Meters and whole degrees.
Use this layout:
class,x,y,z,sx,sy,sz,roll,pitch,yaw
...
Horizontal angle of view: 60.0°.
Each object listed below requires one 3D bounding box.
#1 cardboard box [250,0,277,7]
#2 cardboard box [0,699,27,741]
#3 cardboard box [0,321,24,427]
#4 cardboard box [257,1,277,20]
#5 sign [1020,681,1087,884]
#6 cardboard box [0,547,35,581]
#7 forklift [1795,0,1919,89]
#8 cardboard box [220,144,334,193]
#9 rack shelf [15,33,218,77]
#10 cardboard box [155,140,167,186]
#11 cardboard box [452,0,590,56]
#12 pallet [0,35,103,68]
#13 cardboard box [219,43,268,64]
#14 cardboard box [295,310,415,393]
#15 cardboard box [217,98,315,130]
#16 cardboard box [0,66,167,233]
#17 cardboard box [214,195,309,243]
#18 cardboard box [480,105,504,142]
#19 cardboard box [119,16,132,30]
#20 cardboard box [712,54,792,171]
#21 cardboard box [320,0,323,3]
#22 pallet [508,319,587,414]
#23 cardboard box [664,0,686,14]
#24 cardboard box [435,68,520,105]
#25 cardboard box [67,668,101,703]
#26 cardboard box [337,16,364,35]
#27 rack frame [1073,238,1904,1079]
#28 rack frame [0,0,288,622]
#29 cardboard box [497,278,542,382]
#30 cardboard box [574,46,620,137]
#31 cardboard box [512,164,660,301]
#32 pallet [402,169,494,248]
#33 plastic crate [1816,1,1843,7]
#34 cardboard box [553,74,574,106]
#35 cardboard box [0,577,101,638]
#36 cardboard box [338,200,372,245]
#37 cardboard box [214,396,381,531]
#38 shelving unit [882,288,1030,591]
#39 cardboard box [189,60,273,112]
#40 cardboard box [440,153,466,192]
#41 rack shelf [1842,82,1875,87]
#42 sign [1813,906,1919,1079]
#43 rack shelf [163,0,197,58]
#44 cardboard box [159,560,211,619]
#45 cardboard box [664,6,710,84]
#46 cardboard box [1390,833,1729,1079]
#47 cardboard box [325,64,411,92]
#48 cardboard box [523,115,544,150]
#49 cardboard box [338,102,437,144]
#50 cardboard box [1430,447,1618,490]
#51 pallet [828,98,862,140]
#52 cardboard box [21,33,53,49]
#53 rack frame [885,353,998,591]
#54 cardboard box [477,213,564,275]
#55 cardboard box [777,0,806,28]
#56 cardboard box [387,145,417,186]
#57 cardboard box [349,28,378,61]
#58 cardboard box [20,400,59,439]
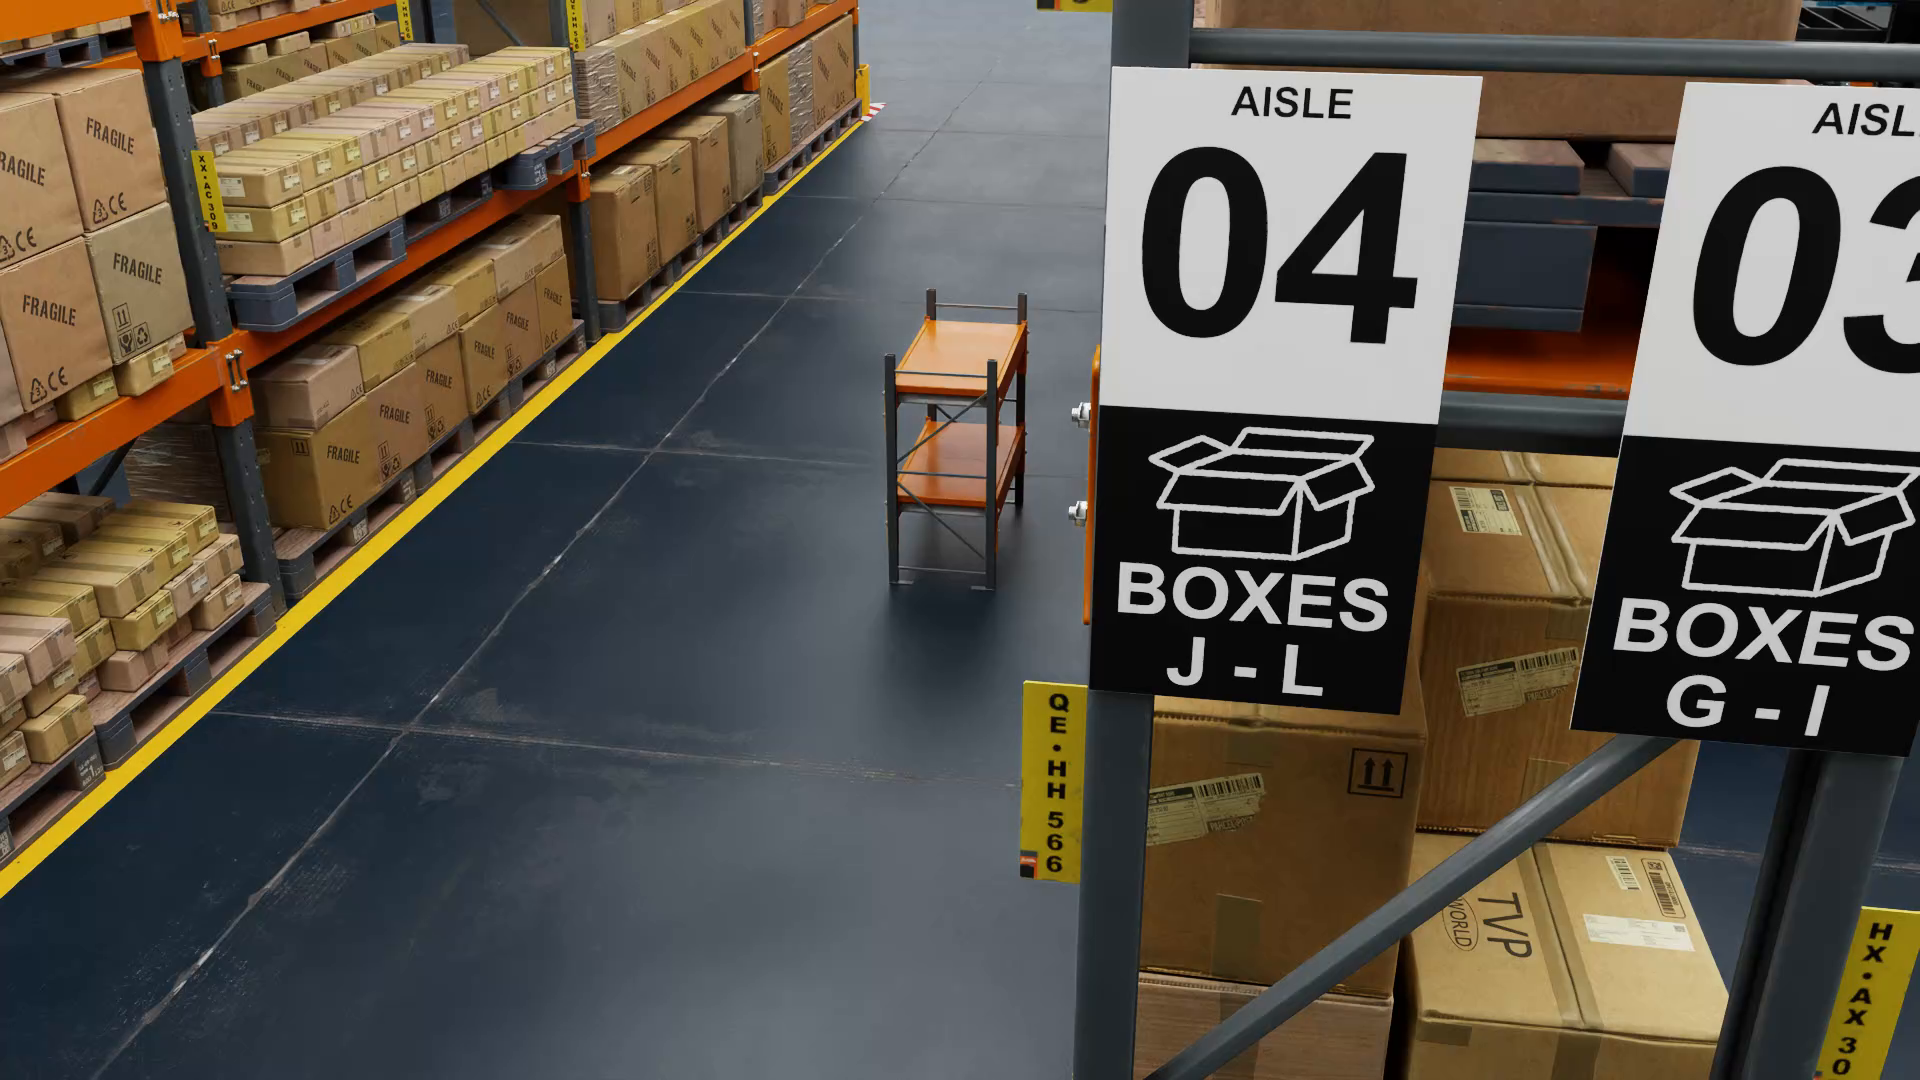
class,x,y,z,sx,sy,sz,roll,pitch,yaw
cardboard box,-6.740,-5.243,15.444,0.500,0.500,0.500,4,25,8
cardboard box,-3.574,0.624,5.895,0.380,0.149,0.250,3,25,6
cardboard box,-3.523,-0.573,5.467,0.500,0.500,0.500,4,25,8
cardboard box,-6.700,-5.006,15.702,0.380,0.149,0.250,5,26,10
sign,0.136,0.344,2.332,0.100,0.325,0.005,4,25,9
cardboard box,-3.911,0.142,6.575,0.380,0.149,0.250,4,25,8
forklift,3.595,-1.328,7.629,1.130,2.935,3.031,5,26,11
cardboard box,-2.996,-1.636,7.306,0.380,0.149,0.250,5,25,10
rack shelf,-7.473,-3.524,13.090,1.077,0.370,4.000,4,25,9
cardboard box,-3.638,-1.680,7.399,0.380,0.149,0.250,3,25,7
cardboard box,-2.817,-3.398,10.674,0.700,0.500,0.500,4,25,8
pallet,-7.517,-3.758,12.965,1.003,0.211,1.213,4,25,9
cardboard box,-6.704,-4.541,15.511,0.380,0.149,0.250,4,25,9
cardboard box,-3.088,-0.951,8.313,0.500,0.250,0.500,5,25,10
cardboard box,-3.467,-2.112,8.324,0.380,0.149,0.250,3,25,6
cardboard box,-3.364,-1.458,6.177,0.500,0.500,0.500,3,25,7
cardboard box,-3.036,-1.384,7.119,0.380,0.149,0.250,4,25,9
cardboard box,-2.698,-2.255,8.980,0.380,0.149,0.250,4,25,8
cardboard box,-7.025,-4.309,13.719,0.380,0.149,0.250,4,25,8
cardboard box,-2.075,-3.872,14.995,0.875,0.875,0.875,4,25,9
cardboard box,-6.612,-5.437,16.623,0.380,0.149,0.250,4,25,9
pallet,-3.029,-1.123,10.401,1.003,0.211,1.213,4,25,9
cardboard box,-2.487,-4.249,12.493,0.700,0.500,0.500,4,25,9
cardboard box,-2.654,-2.496,9.143,0.380,0.149,0.250,5,26,10
cardboard box,-3.549,0.568,6.365,0.380,0.149,0.250,3,25,7
cardboard box,-6.404,-5.322,17.179,0.380,0.149,0.250,4,25,9
rack frame,0.669,1.019,2.535,1.000,3.000,0.127,4,25,9
rack frame,-3.554,-1.040,6.934,1.000,3.000,0.127,4,25,9
cardboard box,-2.838,-1.261,9.858,0.500,0.500,0.500,5,26,11
cardboard box,-2.560,-2.927,10.848,0.500,0.500,0.500,4,25,9
cardboard box,-2.712,-2.133,11.426,1.050,0.750,0.750,4,25,8
pallet,-3.183,-1.795,8.773,1.003,0.211,1.213,4,25,9
plastic crate,8.384,-5.032,15.638,0.499,0.251,0.616,4,25,9
cardboard box,-2.532,-2.686,9.900,0.380,0.149,0.250,5,25,10
cardboard box,-3.511,0.276,6.288,0.380,0.149,0.250,5,26,10
cardboard box,-2.951,-1.470,7.653,0.380,0.149,0.250,4,25,9
cardboard box,-3.171,-0.389,7.995,0.500,0.500,0.500,5,26,11
shelving unit,-0.001,-0.507,8.005,0.538,1.125,1.048,4,25,9
cardboard box,-6.784,-4.199,15.546,0.500,0.500,0.500,5,26,11
cardboard box,-2.783,-1.901,8.574,0.380,0.149,0.250,3,25,6
rack shelf,7.844,-4.167,14.464,1.077,0.370,4.000,4,25,9
sign,1.216,0.632,2.247,0.100,0.325,0.005,4,25,9
rack shelf,-3.227,-2.909,8.237,1.077,0.370,4.000,4,25,9
cardboard box,-3.324,0.194,6.814,0.380,0.149,0.250,3,25,6
cardboard box,-2.233,-3.772,12.652,0.500,0.500,0.500,4,25,9
cardboard box,1.014,0.770,2.893,0.500,0.250,0.500,3,25,7
cardboard box,-3.296,-2.553,9.266,0.380,0.149,0.250,3,25,6
cardboard box,-2.611,-2.340,9.512,0.380,0.149,0.250,4,25,9
cardboard box,-2.825,-2.060,8.211,0.380,0.149,0.250,5,26,10
cardboard box,1.174,0.004,3.644,0.500,0.500,0.500,3,25,7
pallet,-1.646,-4.456,17.521,1.003,0.211,1.213,4,25,9
cardboard box,-7.252,-3.886,12.814,0.380,0.149,0.250,5,26,10
rack frame,-0.084,-0.294,7.551,0.500,1.125,0.032,4,25,9
cardboard box,-2.753,-1.806,10.140,0.500,0.250,0.500,3,25,7
cardboard box,-1.926,-5.058,15.341,0.875,0.550,0.550,4,25,9
cardboard box,-2.870,-1.822,8.055,0.380,0.149,0.250,5,26,11
cardboard box,-6.448,-5.072,17.412,0.500,0.500,0.500,5,26,10
cardboard box,-3.517,-0.465,6.001,0.380,0.149,0.250,3,25,7
